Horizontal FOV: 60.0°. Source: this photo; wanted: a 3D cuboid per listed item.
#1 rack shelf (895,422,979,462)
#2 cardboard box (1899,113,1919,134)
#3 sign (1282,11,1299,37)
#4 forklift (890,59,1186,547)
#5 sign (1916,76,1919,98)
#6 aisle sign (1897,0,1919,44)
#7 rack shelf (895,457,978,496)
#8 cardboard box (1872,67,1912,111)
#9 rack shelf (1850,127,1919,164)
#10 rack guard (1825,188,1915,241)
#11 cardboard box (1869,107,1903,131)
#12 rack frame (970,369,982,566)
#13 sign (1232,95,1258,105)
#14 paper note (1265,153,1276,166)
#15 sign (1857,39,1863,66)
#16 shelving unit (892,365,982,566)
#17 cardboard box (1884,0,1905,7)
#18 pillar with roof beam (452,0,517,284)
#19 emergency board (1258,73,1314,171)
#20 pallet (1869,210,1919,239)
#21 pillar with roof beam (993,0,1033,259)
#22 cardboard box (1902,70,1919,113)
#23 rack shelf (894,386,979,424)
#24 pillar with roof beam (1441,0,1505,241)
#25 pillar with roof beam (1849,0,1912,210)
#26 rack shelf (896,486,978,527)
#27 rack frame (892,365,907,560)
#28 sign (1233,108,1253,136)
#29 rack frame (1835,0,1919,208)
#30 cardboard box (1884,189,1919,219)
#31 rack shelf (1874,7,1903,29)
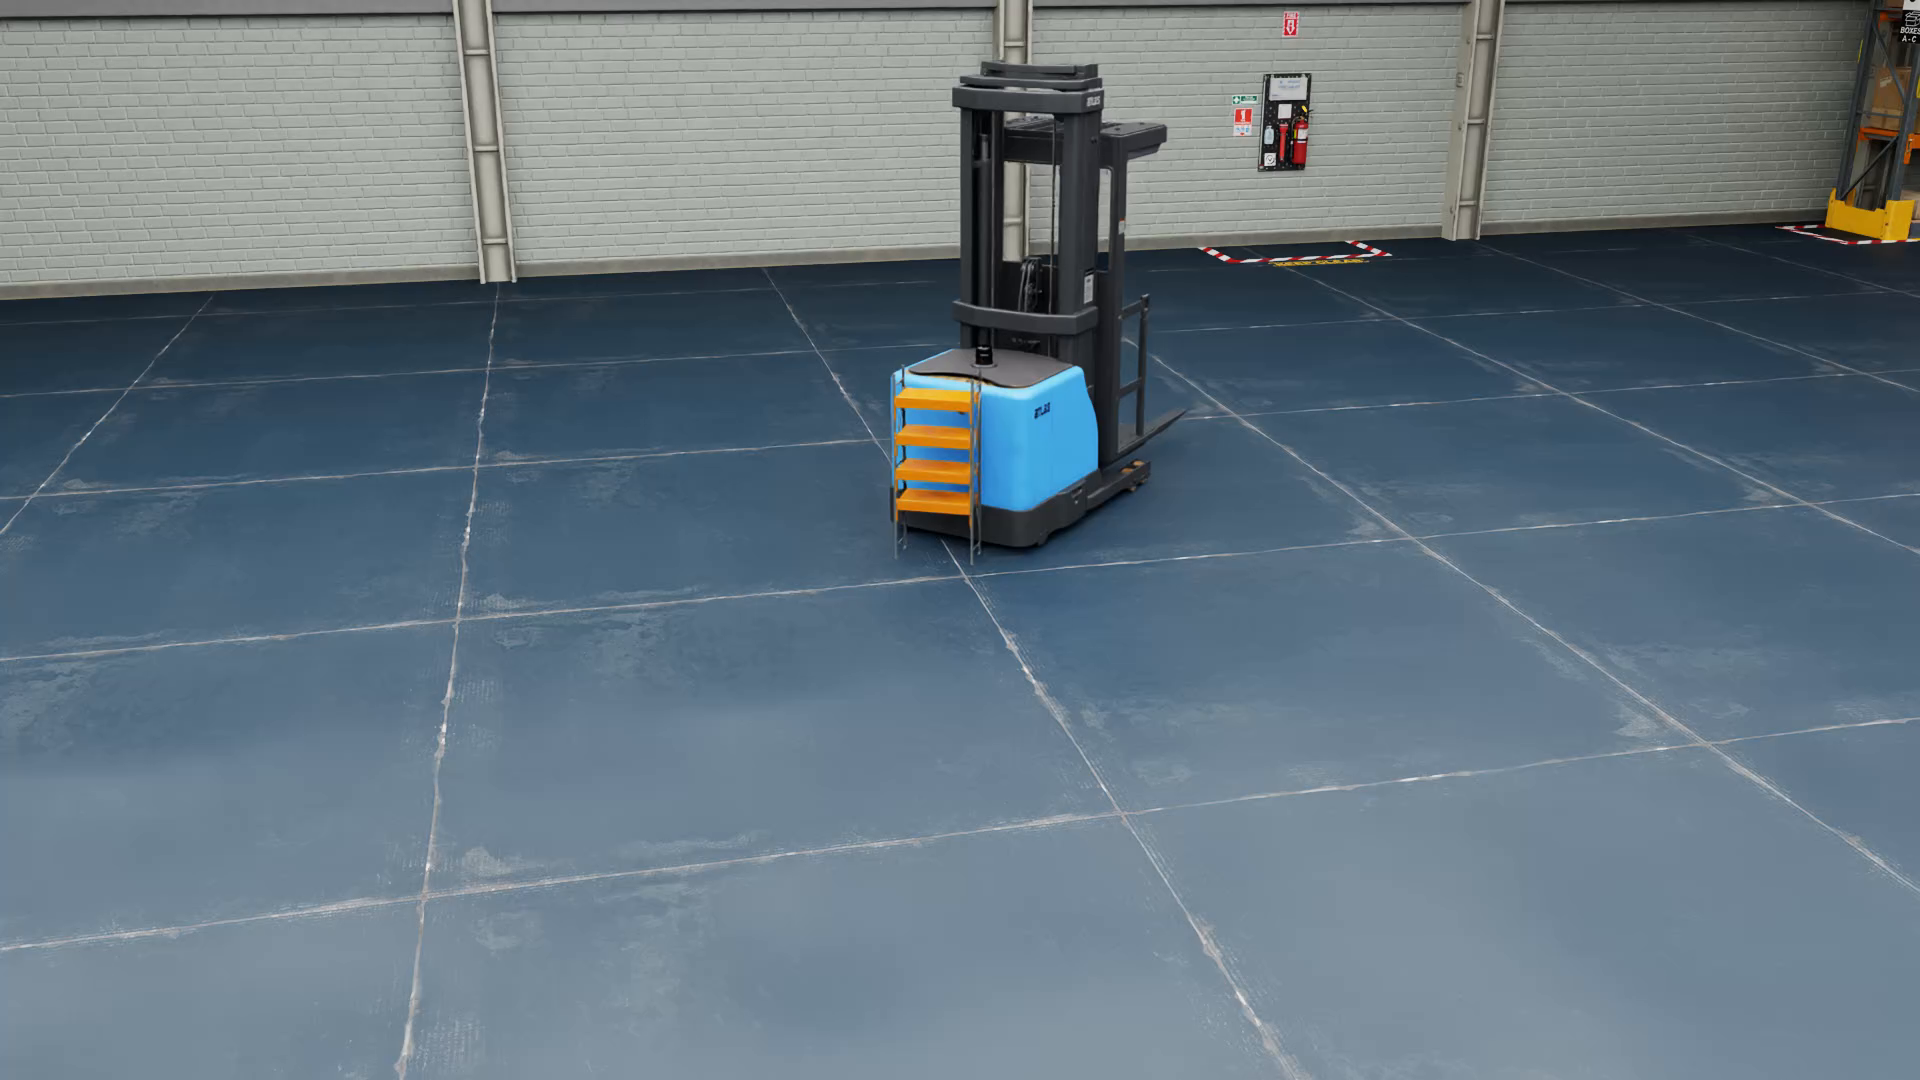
[{"bbox_3d":[-0.138,-0.607,10.273,0.480,0.148,0.258,5,21,12],"label":"rack shelf"},{"bbox_3d":[12.353,-5.306,21.129,0.500,0.250,0.500,-5,21,-14],"label":"cardboard box"},{"bbox_3d":[4.004,-6.244,20.128,0.199,0.298,0.001,-5,21,-12],"label":"sign"},{"bbox_3d":[0.713,-1.789,11.439,1.130,2.935,3.031,11,23,28],"label":"forklift"},{"bbox_3d":[11.930,-5.660,20.646,0.005,0.325,0.100,-5,21,-12],"label":"sign"},{"bbox_3d":[11.804,-6.550,20.554,0.004,0.787,0.394,-5,21,-12],"label":"aisle sign"},{"bbox_3d":[-0.138,-0.397,10.350,0.480,0.148,0.258,5,21,12],"label":"rack shelf"},{"bbox_3d":[12.215,-5.835,21.481,0.500,0.500,0.500,-5,21,-13],"label":"cardboard box"},{"bbox_3d":[13.752,-5.256,21.847,4.000,0.370,1.077,-5,21,-12],"label":"rack shelf"},{"bbox_3d":[11.879,-4.267,21.737,0.348,0.500,1.175,-5,21,-12],"label":"rack guard"},{"bbox_3d":[12.216,-5.476,21.592,0.500,0.250,0.500,-4,21,-12],"label":"cardboard box"},{"bbox_3d":[0.099,-0.441,10.274,0.015,1.200,0.240,5,21,12],"label":"rack frame"},{"bbox_3d":[3.479,-5.376,20.308,0.331,0.109,0.001,-5,21,-12],"label":"sign"},{"bbox_3d":[3.847,-4.718,20.614,0.142,0.148,0.016,-5,21,-12],"label":"paper note"},{"bbox_3d":[11.697,-6.315,21.549,0.005,0.325,0.100,-5,21,-12],"label":"sign"},{"bbox_3d":[-0.138,-0.460,10.327,0.503,1.200,0.258,5,21,12],"label":"shelving unit"},{"bbox_3d":[12.153,-7.018,21.076,0.500,0.500,0.500,-3,20,-9],"label":"cardboard box"},{"bbox_3d":[-4.239,-5.731,13.378,0.400,9.000,9.100,-5,21,-12],"label":"pillar with roof beam"},{"bbox_3d":[4.035,-5.122,20.437,0.643,1.169,0.194,-5,21,-12],"label":"emergency board"},{"bbox_3d":[12.678,-4.184,21.930,1.213,0.211,1.003,-5,21,-12],"label":"pallet"},{"bbox_3d":[1.600,-6.206,14.674,0.400,9.000,9.100,-5,21,-12],"label":"pillar with roof beam"},{"bbox_3d":[12.339,-5.663,21.013,0.500,0.500,0.500,-5,21,-12],"label":"cardboard box"},{"bbox_3d":[-0.138,-0.829,10.192,0.480,0.148,0.258,5,21,12],"label":"rack shelf"},{"bbox_3d":[7.439,-6.681,15.971,0.400,9.000,9.100,-5,21,-12],"label":"pillar with roof beam"},{"bbox_3d":[13.278,-7.156,17.267,0.400,9.000,9.100,-5,21,-12],"label":"pillar with roof beam"},{"bbox_3d":[-0.138,-0.211,10.419,0.480,0.148,0.258,5,21,12],"label":"rack shelf"},{"bbox_3d":[-0.376,-0.480,10.380,0.015,1.200,0.240,5,21,12],"label":"rack frame"},{"bbox_3d":[3.473,-5.130,20.406,0.234,0.329,0.001,-5,21,-12],"label":"sign"},{"bbox_3d":[11.805,-5.435,21.291,0.127,3.000,1.000,-5,21,-12],"label":"rack frame"},{"bbox_3d":[12.499,-4.404,21.745,0.500,0.311,0.500,-7,21,-19],"label":"cardboard box"},{"bbox_3d":[13.752,-6.664,21.331,4.000,0.370,1.077,-5,21,-12],"label":"rack shelf"}]
